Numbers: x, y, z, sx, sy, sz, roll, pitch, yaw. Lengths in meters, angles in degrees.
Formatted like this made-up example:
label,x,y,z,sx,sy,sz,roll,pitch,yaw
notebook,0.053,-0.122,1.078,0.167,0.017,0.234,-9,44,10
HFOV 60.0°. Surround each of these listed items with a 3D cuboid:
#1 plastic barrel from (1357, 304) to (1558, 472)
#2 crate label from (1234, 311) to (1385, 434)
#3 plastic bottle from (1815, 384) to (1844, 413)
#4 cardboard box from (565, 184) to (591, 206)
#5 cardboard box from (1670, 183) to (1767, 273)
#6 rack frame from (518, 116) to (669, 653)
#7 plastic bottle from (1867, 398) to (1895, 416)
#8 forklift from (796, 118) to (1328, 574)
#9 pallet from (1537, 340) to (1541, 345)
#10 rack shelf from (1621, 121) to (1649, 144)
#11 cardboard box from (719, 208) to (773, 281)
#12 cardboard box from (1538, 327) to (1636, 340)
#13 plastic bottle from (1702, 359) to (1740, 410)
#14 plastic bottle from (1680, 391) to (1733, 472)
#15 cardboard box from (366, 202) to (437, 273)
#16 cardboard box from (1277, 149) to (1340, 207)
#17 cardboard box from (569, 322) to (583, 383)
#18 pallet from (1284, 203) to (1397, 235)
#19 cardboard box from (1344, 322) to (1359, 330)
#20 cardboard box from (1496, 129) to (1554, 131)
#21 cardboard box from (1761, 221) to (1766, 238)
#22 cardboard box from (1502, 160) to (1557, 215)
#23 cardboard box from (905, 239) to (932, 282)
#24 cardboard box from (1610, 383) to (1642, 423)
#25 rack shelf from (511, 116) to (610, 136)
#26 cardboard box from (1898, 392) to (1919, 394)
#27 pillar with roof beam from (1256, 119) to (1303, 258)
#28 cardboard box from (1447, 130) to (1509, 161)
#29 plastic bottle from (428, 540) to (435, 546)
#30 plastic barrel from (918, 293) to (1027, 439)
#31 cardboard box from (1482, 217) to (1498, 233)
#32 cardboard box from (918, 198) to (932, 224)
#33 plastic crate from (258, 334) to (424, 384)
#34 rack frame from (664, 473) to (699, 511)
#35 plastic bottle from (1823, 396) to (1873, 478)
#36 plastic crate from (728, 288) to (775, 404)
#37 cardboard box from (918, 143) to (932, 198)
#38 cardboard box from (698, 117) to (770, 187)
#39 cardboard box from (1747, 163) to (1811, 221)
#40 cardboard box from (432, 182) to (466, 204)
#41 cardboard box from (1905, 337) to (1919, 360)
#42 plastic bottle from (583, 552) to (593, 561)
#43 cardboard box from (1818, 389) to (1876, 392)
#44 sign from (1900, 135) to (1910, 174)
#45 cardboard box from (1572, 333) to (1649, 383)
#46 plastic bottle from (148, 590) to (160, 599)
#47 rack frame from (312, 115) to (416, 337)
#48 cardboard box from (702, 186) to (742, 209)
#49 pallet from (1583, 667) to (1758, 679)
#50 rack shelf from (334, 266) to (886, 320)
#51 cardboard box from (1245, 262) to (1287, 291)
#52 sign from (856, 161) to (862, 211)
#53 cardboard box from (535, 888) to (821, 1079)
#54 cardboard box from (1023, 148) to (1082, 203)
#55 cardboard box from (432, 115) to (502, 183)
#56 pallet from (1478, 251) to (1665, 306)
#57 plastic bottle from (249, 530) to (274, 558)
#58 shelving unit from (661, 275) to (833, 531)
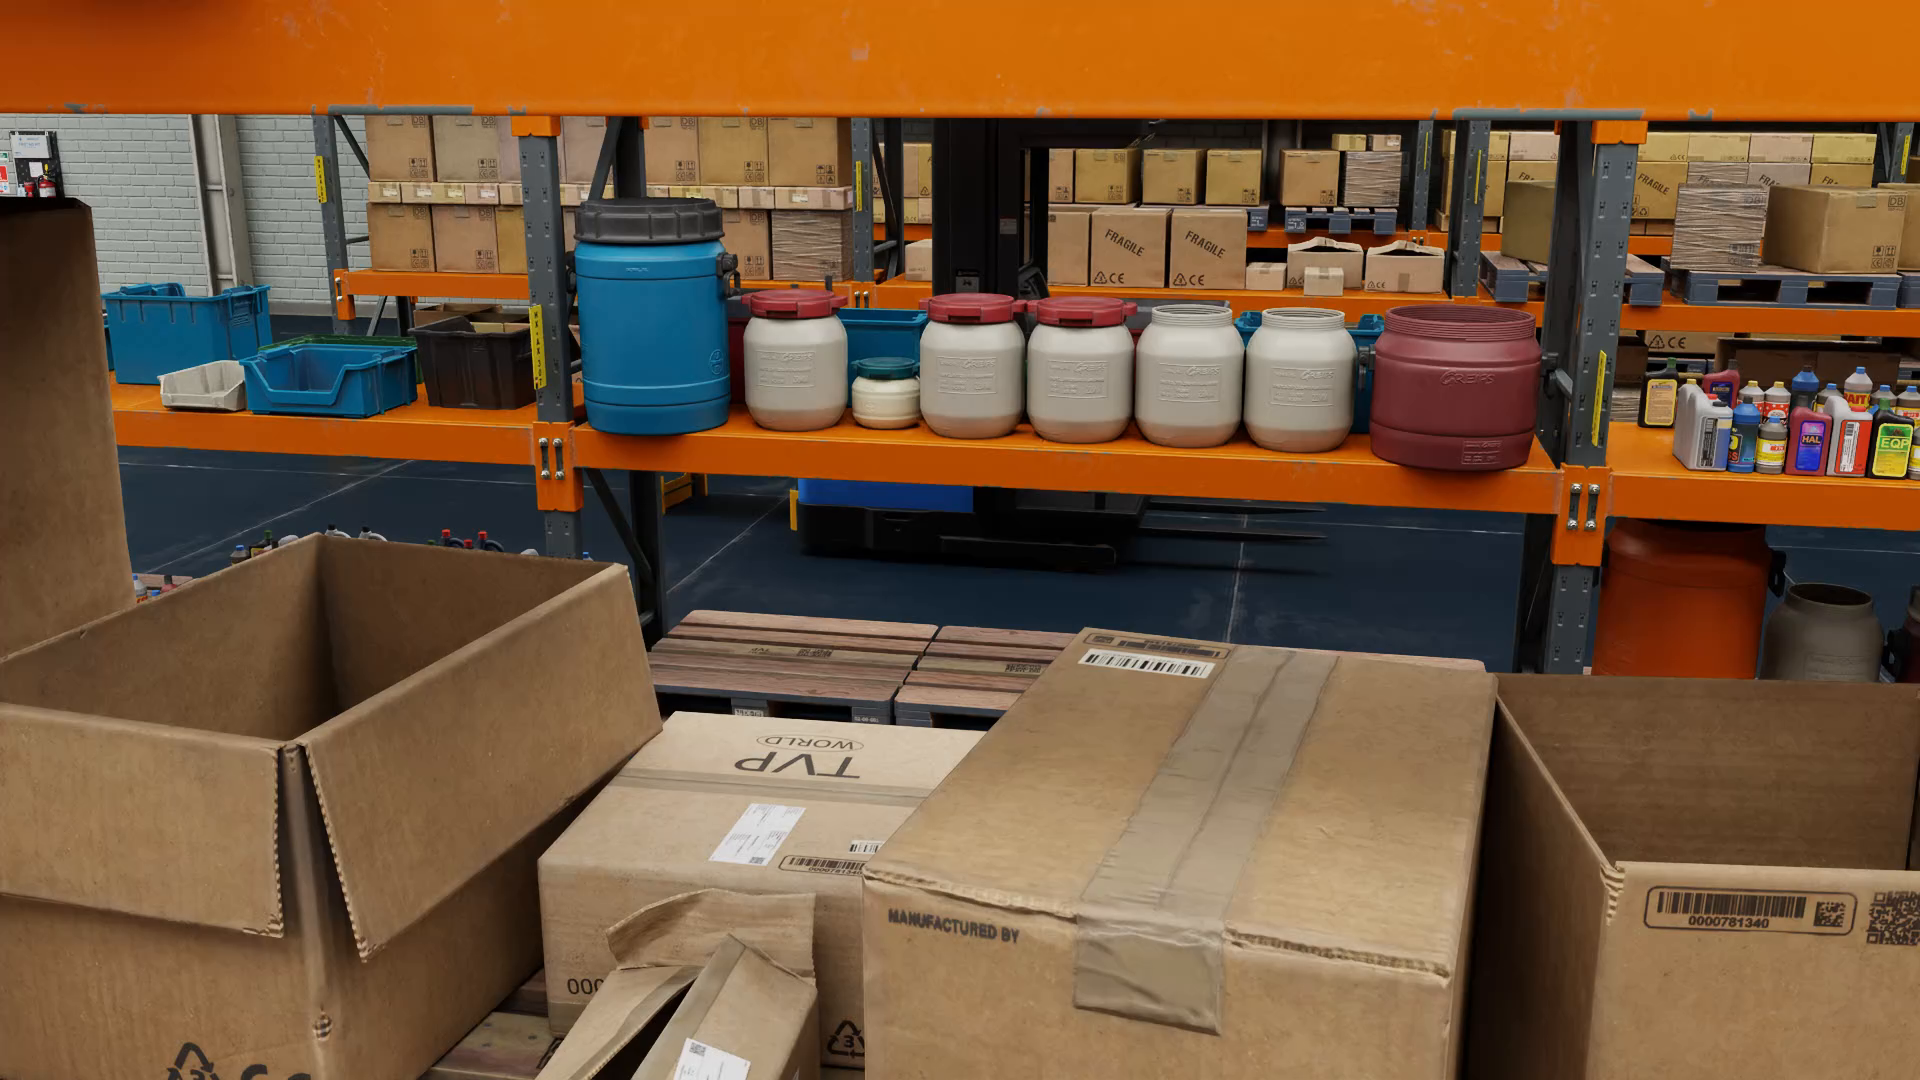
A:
label,x,y,z,sx,sy,sz,roll,pitch,yaw
plastic barrel,1.842,-0.577,6.200,0.708,0.536,0.600,3,16,11
crate label,1.438,-0.706,6.856,0.616,0.435,0.502,3,16,11
plastic bottle,3.461,-0.521,6.627,0.097,0.201,0.097,0,15,0
cardboard box,-2.643,-2.488,11.954,0.250,0.149,0.380,3,16,12
cardboard box,4.846,-2.009,10.652,0.500,0.500,0.700,6,17,22
rack frame,-1.562,-0.778,7.183,0.127,3.000,1.000,3,16,11
plastic bottle,3.291,-0.374,5.964,0.097,0.271,0.097,0,15,0
forklift,0.617,-1.379,9.480,3.031,2.935,1.130,3,16,11
pallet,5.089,-1.752,15.920,1.213,0.211,1.003,3,16,11
rack shelf,4.317,-1.558,5.726,4.000,0.370,1.077,3,16,11
cardboard box,-1.526,-2.170,12.021,0.500,0.500,0.700,3,16,11
cardboard box,5.883,-2.202,15.562,0.750,0.750,0.750,3,16,11
plastic bottle,3.065,-0.587,6.711,0.133,0.283,0.061,3,16,11
plastic bottle,2.717,-0.398,6.043,0.135,0.276,0.152,3,16,11
cardboard box,-4.036,-2.307,12.513,0.500,0.500,0.700,3,16,11
cardboard box,3.316,-3.462,15.861,0.500,0.500,0.700,2,16,6
cardboard box,-2.541,-1.358,12.236,0.500,0.500,0.500,3,16,11
pallet,3.612,-3.075,15.833,1.003,0.211,1.213,3,16,11
cardboard box,3.616,-2.189,16.135,0.500,0.500,0.700,3,16,12
cardboard box,5.335,-3.735,15.670,0.500,0.250,0.500,3,16,9
cardboard box,7.096,-2.808,14.945,0.250,0.149,0.380,3,16,11
cardboard box,5.268,-3.235,15.271,0.500,0.500,0.500,4,16,13
cardboard box,-0.080,-1.987,11.827,0.500,0.250,0.500,4,16,15
cardboard box,4.252,-0.743,10.914,0.500,0.500,0.500,3,16,9
rack shelf,-3.522,-1.984,7.263,4.000,0.370,1.077,3,16,11
cardboard box,6.245,-0.636,10.526,0.500,0.500,0.500,3,16,11
pillar with roof beam,2.372,-5.218,11.971,0.400,9.000,9.100,3,16,11
cardboard box,4.754,-3.627,15.279,0.500,0.250,0.500,3,16,12
plastic bottle,-2.609,0.137,8.141,0.133,0.283,0.061,4,16,14
plastic barrel,0.051,-0.697,6.633,0.433,0.535,0.433,0,15,0
cardboard box,4.853,-2.952,15.463,0.250,0.149,0.380,3,16,12
cardboard box,-0.113,-3.253,16.361,0.500,0.250,0.500,3,16,11
plastic crate,-2.836,-0.822,7.738,0.662,0.188,0.450,3,16,11
rack frame,-1.840,-0.956,10.633,0.032,1.500,0.500,6,17,21
plastic bottle,3.171,-0.374,5.954,0.135,0.276,0.152,3,16,11
plastic crate,-1.027,-0.863,7.370,0.583,0.464,0.402,3,16,11
cardboard box,-0.113,-3.613,16.255,0.500,0.500,0.500,3,16,11
cardboard box,-1.503,-2.796,11.849,0.500,0.500,0.700,3,16,11
cardboard box,7.247,-3.129,14.886,0.500,0.500,0.500,3,16,12
cardboard box,-3.646,-2.543,12.152,0.250,0.149,0.380,3,16,11
cardboard box,8.964,-1.876,15.040,0.500,0.500,0.700,3,16,12
plastic bottle,-1.787,0.193,7.964,0.097,0.271,0.097,0,15,0
cardboard box,5.829,-0.799,11.117,0.500,0.500,0.500,3,16,12
sign,8.153,-3.322,14.344,0.005,0.325,0.100,3,16,11
cardboard box,4.368,-1.240,11.302,0.500,0.250,0.500,4,16,13
plastic bottle,-3.666,0.329,7.604,0.097,0.201,0.097,0,15,0
rack frame,-4.491,-2.287,12.628,0.127,3.000,1.000,3,16,11
cardboard box,-1.637,-2.434,11.757,0.250,0.149,0.380,3,16,11
pallet,3.138,0.809,6.675,1.213,0.211,1.003,3,16,11
rack shelf,-2.531,-1.834,12.340,4.000,0.370,1.077,3,16,11
cardboard box,2.087,-1.793,11.317,0.250,0.149,0.380,4,16,15
sign,-0.681,-2.384,11.210,0.005,0.325,0.100,3,16,11
cardboard box,-0.317,0.574,1.764,0.258,0.266,0.396,3,16,10
cardboard box,0.904,-3.594,16.337,0.500,0.500,0.700,3,16,11
cardboard box,-3.468,-2.903,12.234,0.500,0.500,0.700,3,16,10
pallet,4.027,-1.751,11.054,1.003,0.211,1.213,3,16,11
plastic bottle,-3.477,0.090,8.311,0.133,0.283,0.061,4,16,12
shelving unit,-1.360,-0.904,10.446,1.083,1.500,0.587,6,17,21
